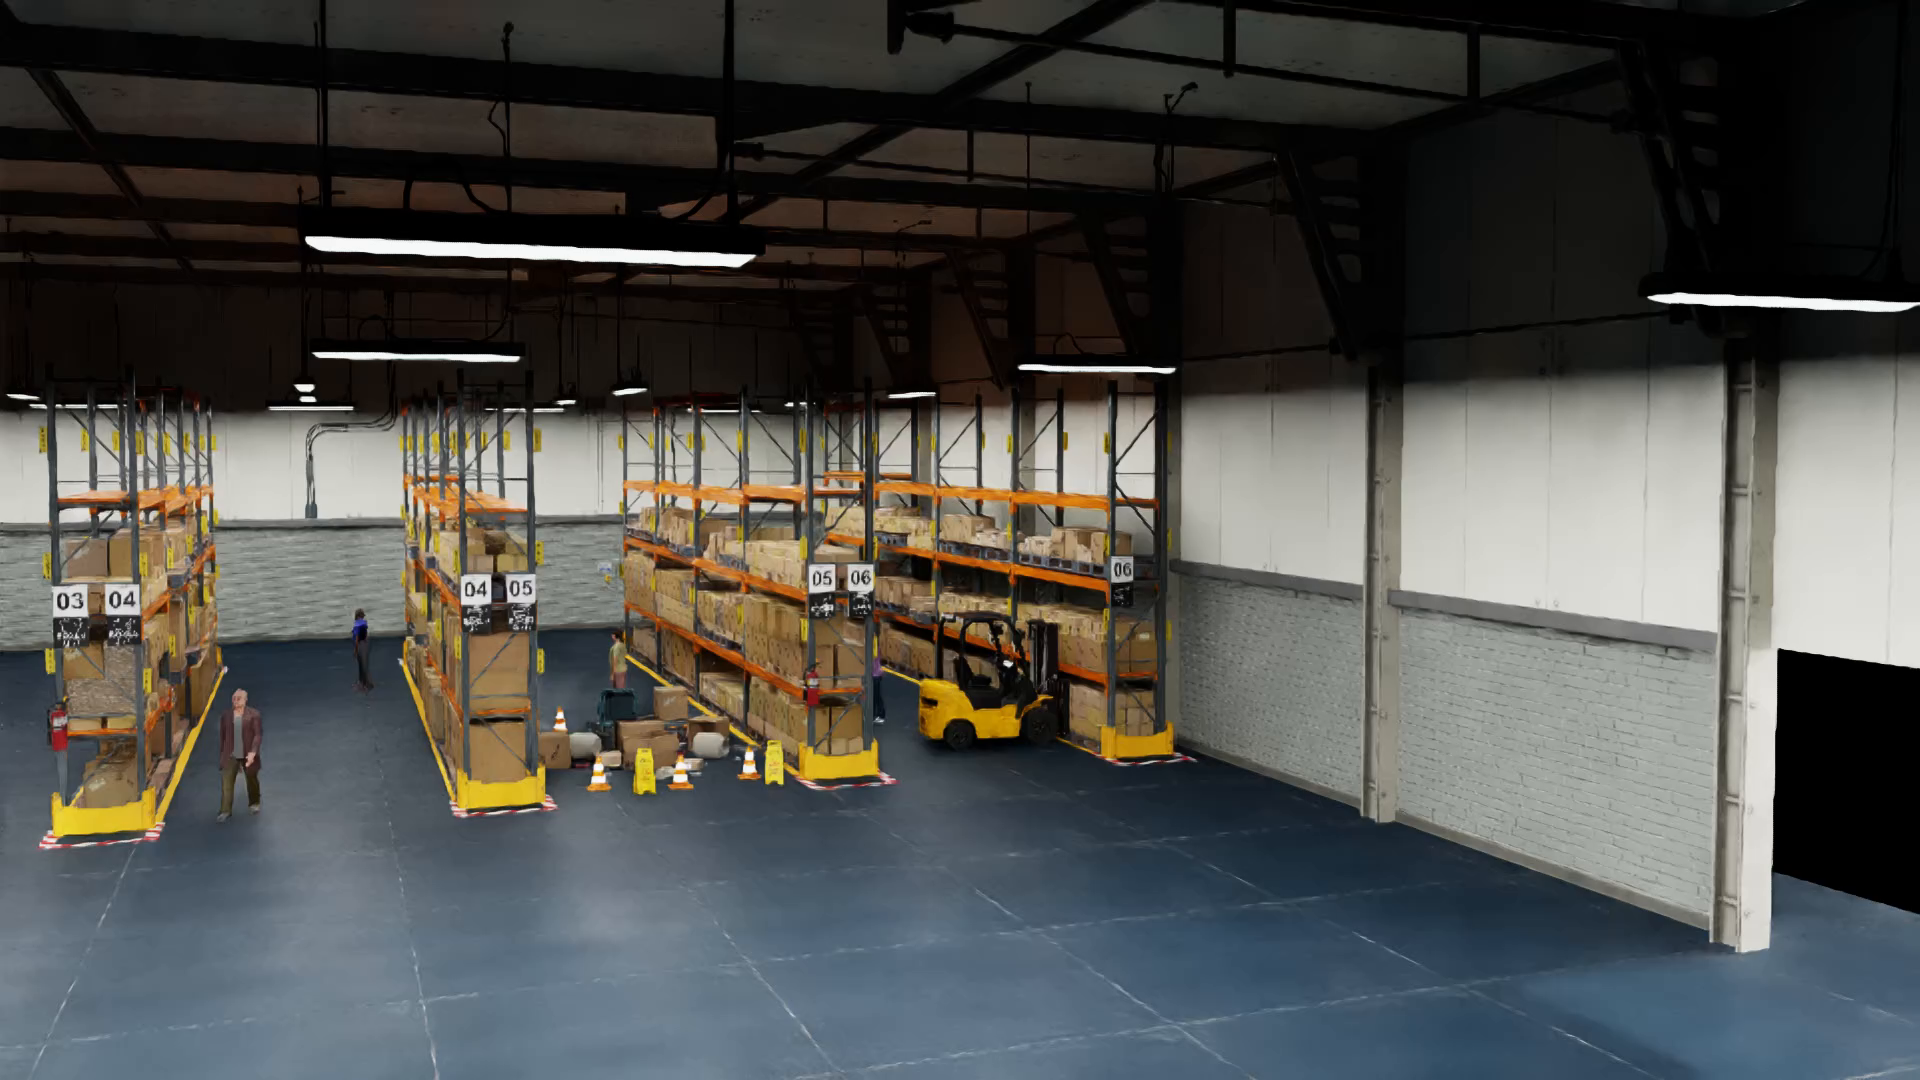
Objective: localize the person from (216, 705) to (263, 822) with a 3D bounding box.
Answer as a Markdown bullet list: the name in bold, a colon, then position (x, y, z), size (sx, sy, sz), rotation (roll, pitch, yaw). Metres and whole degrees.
- **person**: position (-9.550, 2.930, 22.094), size (0.576, 1.514, 1.090), rotation (-1, 3, -12)

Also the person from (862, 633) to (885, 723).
- **person**: position (-1.575, 2.453, 29.751), size (0.509, 1.592, 0.522), rotation (1, 3, 11)

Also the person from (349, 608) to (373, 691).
- **person**: position (-12.131, 2.197, 33.639), size (0.527, 1.653, 0.565), rotation (0, 3, -4)

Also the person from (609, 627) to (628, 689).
- **person**: position (-6.187, 2.402, 29.992), size (0.543, 1.671, 0.524), rotation (0, 3, 7)
